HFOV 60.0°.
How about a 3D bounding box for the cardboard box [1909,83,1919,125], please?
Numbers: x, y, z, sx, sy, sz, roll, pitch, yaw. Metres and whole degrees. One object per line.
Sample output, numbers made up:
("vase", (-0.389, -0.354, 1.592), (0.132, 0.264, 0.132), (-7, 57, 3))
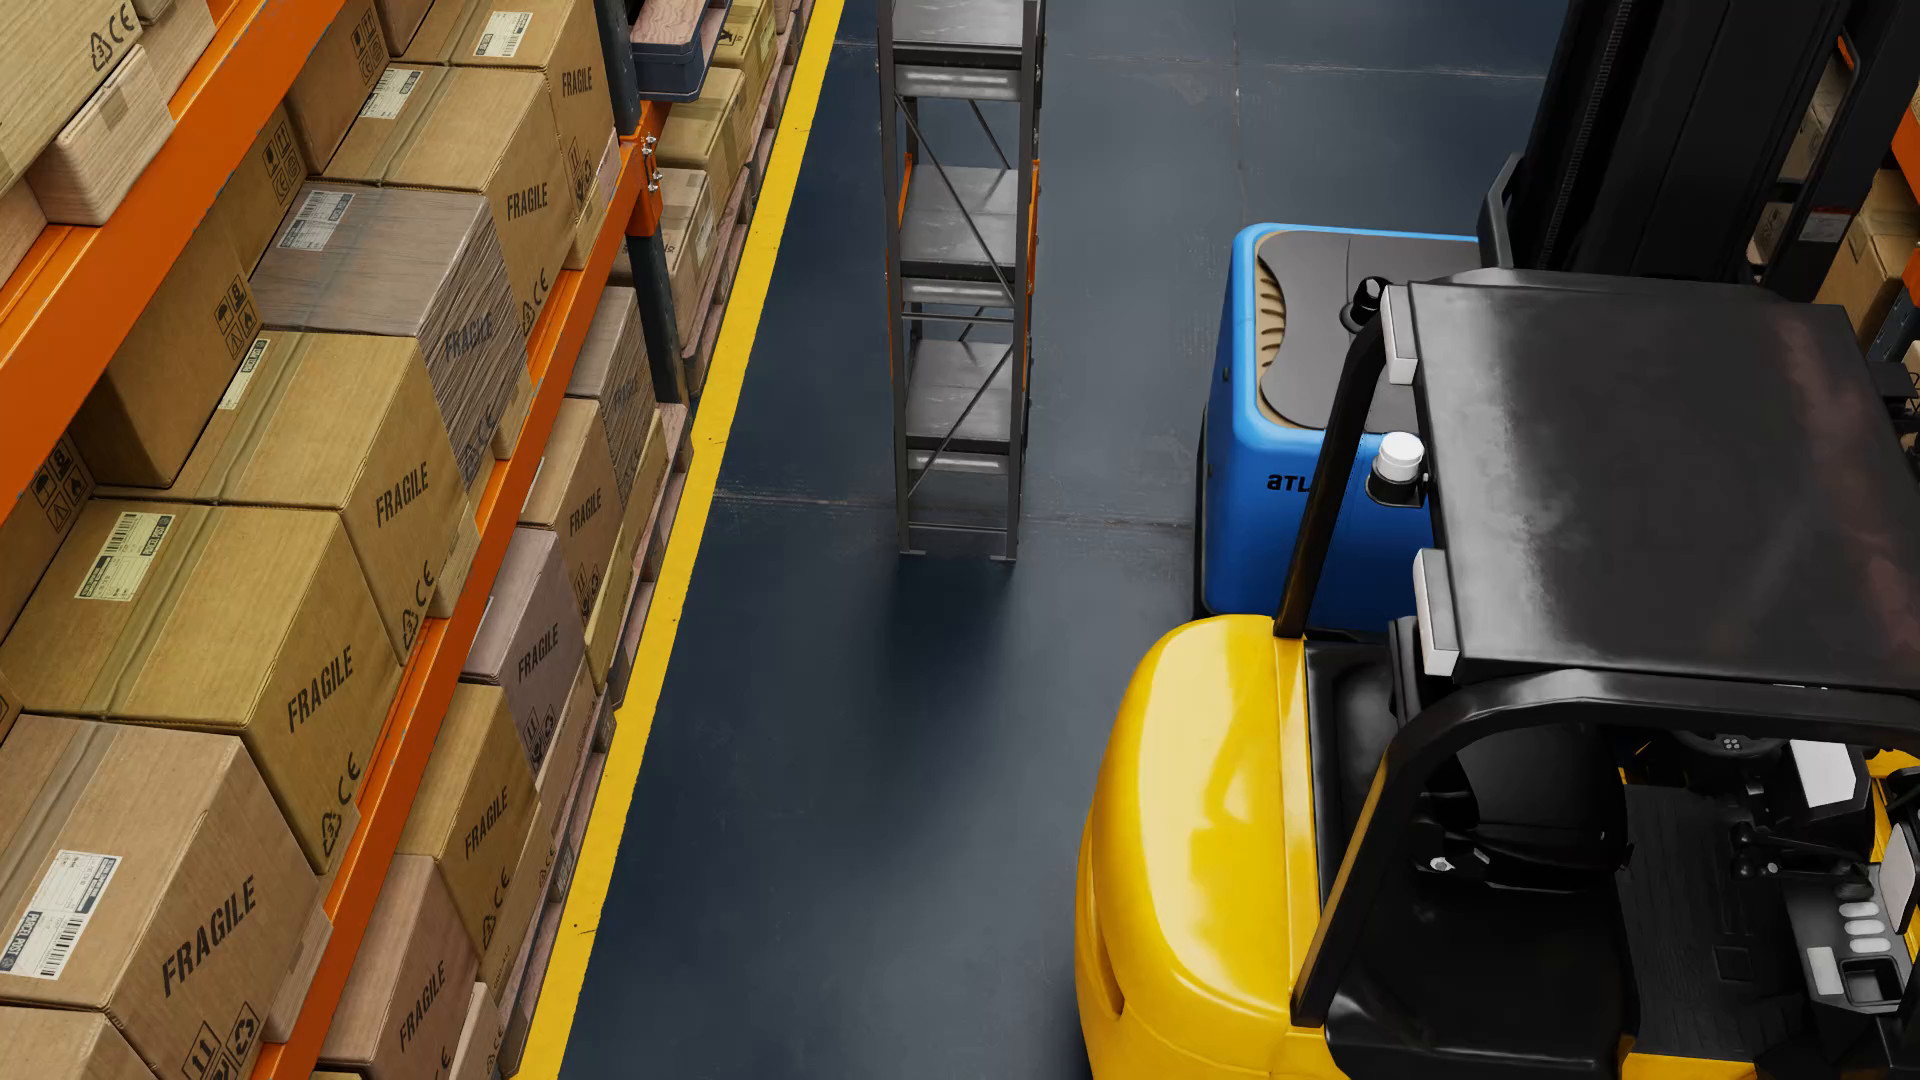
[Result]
("cardboard box", (3.238, -1.443, 5.139), (0.500, 0.250, 0.500), (5, 48, 4))

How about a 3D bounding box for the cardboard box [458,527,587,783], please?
("cardboard box", (-1.367, 0.298, 4.516), (0.500, 0.500, 0.500), (6, 48, 6))

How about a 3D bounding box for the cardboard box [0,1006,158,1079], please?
("cardboard box", (-1.536, 1.039, 2.498), (0.500, 0.500, 0.500), (3, 48, 3))

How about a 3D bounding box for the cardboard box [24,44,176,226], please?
("cardboard box", (-1.388, -0.597, 2.401), (0.380, 0.149, 0.250), (4, 48, 4))

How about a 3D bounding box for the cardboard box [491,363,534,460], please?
("cardboard box", (-1.306, -0.349, 4.207), (0.380, 0.149, 0.250), (3, 48, 3))

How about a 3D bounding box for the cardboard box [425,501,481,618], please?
("cardboard box", (-1.346, 0.029, 3.861), (0.380, 0.149, 0.250), (4, 48, 4))

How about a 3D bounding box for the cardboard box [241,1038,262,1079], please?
("cardboard box", (-1.504, 0.975, 2.995), (0.380, 0.149, 0.250), (2, 48, 2))

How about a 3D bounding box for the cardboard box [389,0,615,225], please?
("cardboard box", (-1.283, -1.228, 4.571), (0.500, 0.500, 0.500), (3, 48, 3))

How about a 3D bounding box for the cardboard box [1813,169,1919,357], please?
("cardboard box", (3.489, -0.831, 5.802), (0.875, 0.625, 0.625), (6, 48, 5))

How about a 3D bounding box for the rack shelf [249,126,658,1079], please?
("rack shelf", (-1.673, 0.275, 3.953), (1.077, 0.370, 4.000), (4, 48, 4))

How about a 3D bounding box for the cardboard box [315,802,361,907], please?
("cardboard box", (-1.445, 0.600, 3.339), (0.380, 0.149, 0.250), (5, 48, 5))

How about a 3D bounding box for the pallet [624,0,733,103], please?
("pallet", (-1.276, -1.924, 5.607), (1.003, 0.211, 1.213), (4, 48, 4))

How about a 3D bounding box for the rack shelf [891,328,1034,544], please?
("rack shelf", (0.015, -0.349, 5.613), (0.431, 0.518, 0.480), (4, 48, 4))

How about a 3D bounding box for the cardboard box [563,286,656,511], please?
("cardboard box", (-1.277, -0.451, 5.200), (0.500, 0.500, 0.500), (3, 48, 3))

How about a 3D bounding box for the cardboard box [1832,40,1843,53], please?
("cardboard box", (3.634, -1.953, 6.828), (0.875, 0.625, 0.625), (2, 48, 2))

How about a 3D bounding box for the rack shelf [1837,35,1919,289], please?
("rack shelf", (3.635, -2.333, 6.339), (1.077, 0.370, 4.000), (4, 48, 4))

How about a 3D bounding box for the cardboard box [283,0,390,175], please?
("cardboard box", (-1.815, -1.226, 3.892), (0.700, 0.500, 0.500), (4, 48, 4))

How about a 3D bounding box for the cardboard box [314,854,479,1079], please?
("cardboard box", (-1.461, 1.059, 3.819), (0.500, 0.500, 0.500), (2, 48, 2))

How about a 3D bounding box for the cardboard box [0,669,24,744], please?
("cardboard box", (-1.972, 0.269, 2.524), (0.700, 0.500, 0.500), (4, 48, 4))

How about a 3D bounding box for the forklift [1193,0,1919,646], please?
("forklift", (2.300, -0.794, 4.490), (3.031, 2.935, 1.130), (5, 48, 4))

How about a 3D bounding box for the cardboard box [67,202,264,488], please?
("cardboard box", (-1.845, -0.470, 3.200), (0.700, 0.500, 0.500), (4, 48, 3))

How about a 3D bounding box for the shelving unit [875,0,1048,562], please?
("shelving unit", (0.015, -0.830, 5.086), (0.431, 2.100, 0.503), (4, 48, 4))

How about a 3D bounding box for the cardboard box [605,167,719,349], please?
("cardboard box", (-1.445, -1.078, 6.199), (0.950, 0.372, 0.625), (4, 48, 4))

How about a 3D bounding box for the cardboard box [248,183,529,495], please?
("cardboard box", (-1.366, -0.468, 3.876), (0.500, 0.500, 0.500), (5, 48, 5))

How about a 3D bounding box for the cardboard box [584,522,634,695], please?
("cardboard box", (-1.315, 0.194, 5.119), (0.500, 0.250, 0.500), (3, 48, 2))

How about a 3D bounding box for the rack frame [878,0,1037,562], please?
("rack frame", (-0.007, -0.651, 4.922), (0.400, 2.100, 0.015), (4, 48, 4))

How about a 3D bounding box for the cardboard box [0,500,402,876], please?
("cardboard box", (-1.447, 0.283, 3.189), (0.500, 0.500, 0.500), (3, 48, 3))

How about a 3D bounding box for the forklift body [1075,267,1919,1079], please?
("forklift body", (1.444, 0.604, 3.740), (2.313, 2.155, 1.214), (4, 48, 4))

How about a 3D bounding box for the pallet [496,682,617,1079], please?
("pallet", (-1.625, 0.899, 4.785), (1.003, 0.211, 1.213), (4, 48, 4))

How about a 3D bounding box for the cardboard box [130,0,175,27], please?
("cardboard box", (-1.400, -1.037, 2.533), (0.500, 0.250, 0.500), (5, 48, 4))

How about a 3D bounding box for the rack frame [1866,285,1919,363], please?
("rack frame", (3.453, -1.106, 4.729), (1.000, 3.000, 0.127), (4, 48, 4))

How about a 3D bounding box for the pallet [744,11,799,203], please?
("pallet", (-1.312, -1.967, 7.406), (1.003, 0.211, 1.213), (4, 48, 4))

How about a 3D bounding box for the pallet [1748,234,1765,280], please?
("pallet", (3.481, -0.709, 6.255), (1.003, 0.211, 1.213), (4, 48, 4))

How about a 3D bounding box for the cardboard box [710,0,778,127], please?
("cardboard box", (-1.321, -2.117, 7.150), (0.950, 0.372, 0.625), (5, 48, 5))

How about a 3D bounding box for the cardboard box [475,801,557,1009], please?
("cardboard box", (-1.415, 0.938, 4.438), (0.500, 0.250, 0.500), (7, 48, 6))

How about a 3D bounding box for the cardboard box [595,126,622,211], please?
("cardboard box", (-1.216, -1.096, 4.890), (0.380, 0.149, 0.250), (3, 48, 3))
